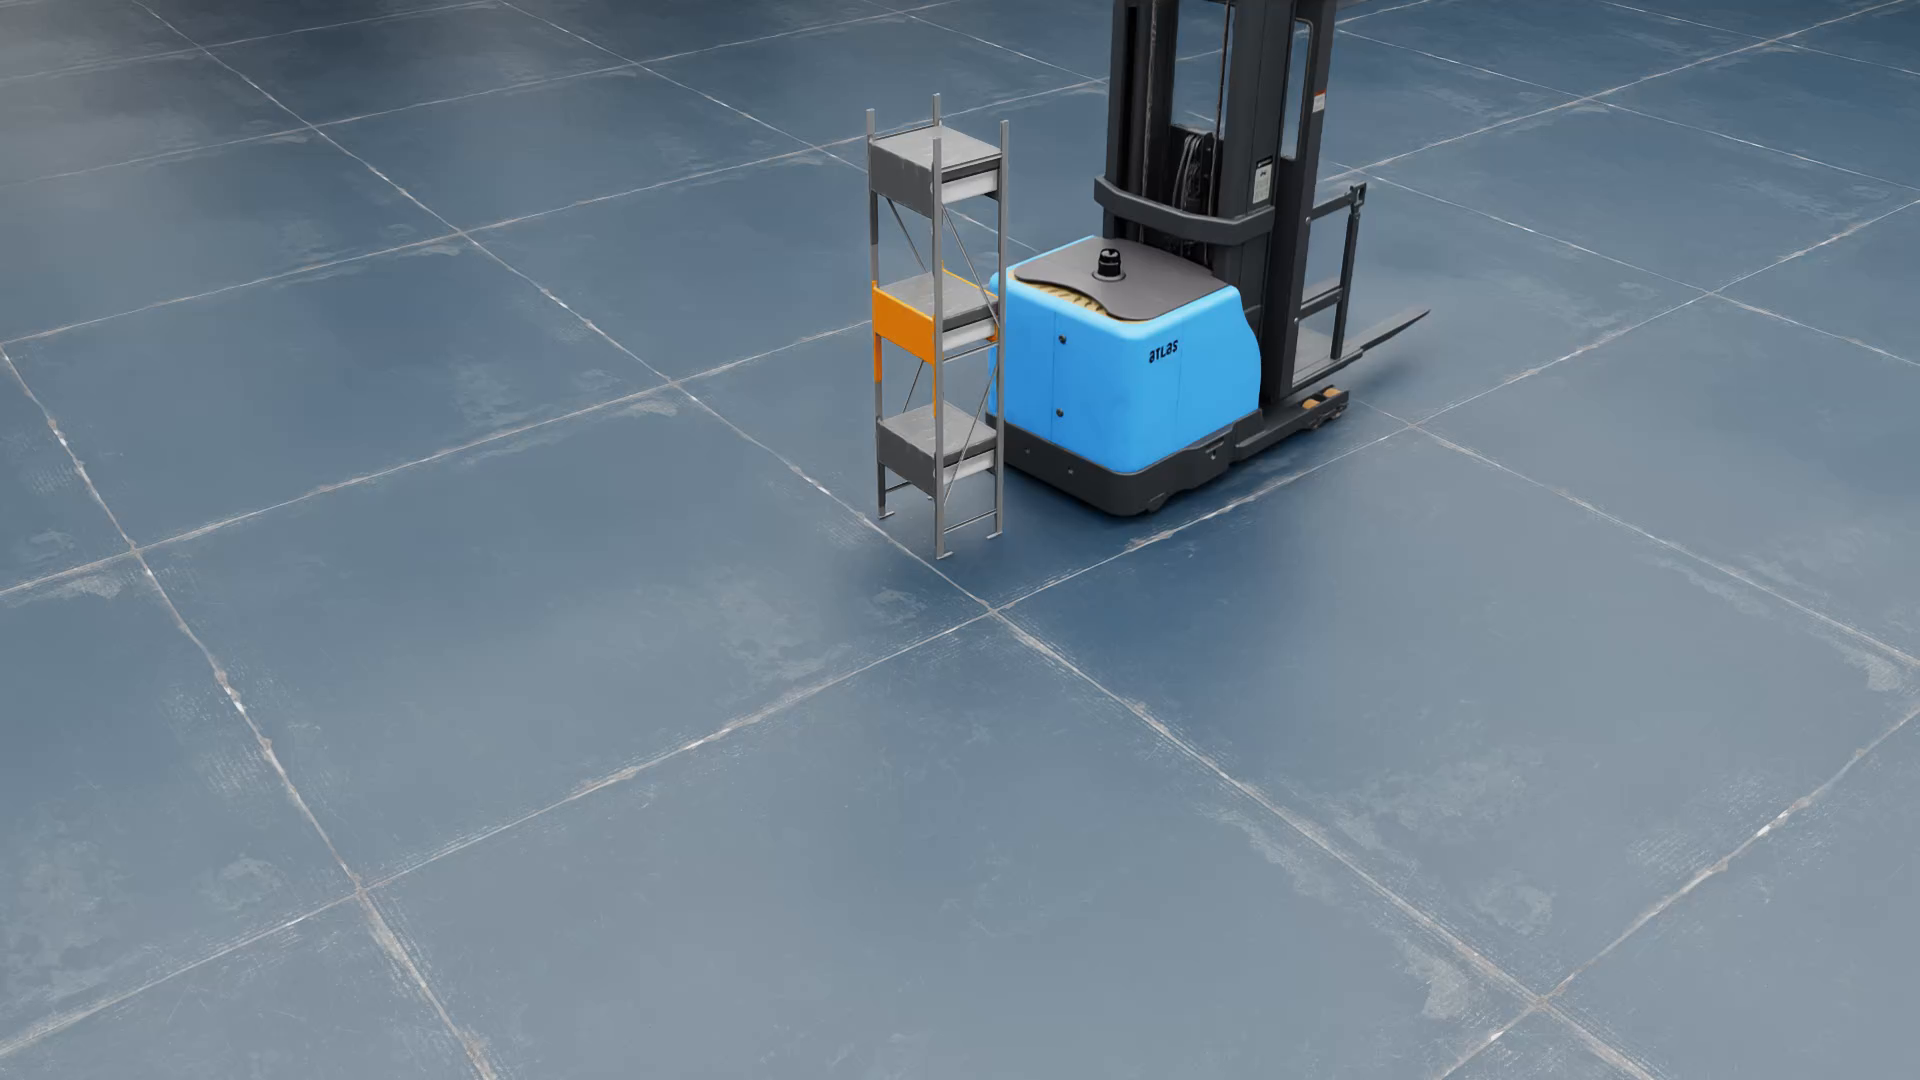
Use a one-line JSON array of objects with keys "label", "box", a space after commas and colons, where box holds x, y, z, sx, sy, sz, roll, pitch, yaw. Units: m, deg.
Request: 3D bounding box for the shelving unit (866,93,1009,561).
[{"label": "shelving unit", "box": [-0.101, -0.961, 7.807, 0.431, 2.100, 0.503, -22, 38, -31]}]

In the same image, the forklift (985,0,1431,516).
[{"label": "forklift", "box": [1.542, -2.034, 8.746, 3.031, 2.935, 1.130, -27, 41, -36]}]

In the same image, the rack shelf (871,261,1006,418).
[{"label": "rack shelf", "box": [-0.101, -0.949, 7.814, 0.431, 0.518, 0.480, -22, 38, -31]}]

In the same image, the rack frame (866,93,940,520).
[{"label": "rack frame", "box": [-0.251, -1.063, 7.971, 0.400, 2.100, 0.015, -22, 38, -31]}]

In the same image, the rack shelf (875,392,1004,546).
[{"label": "rack shelf", "box": [-0.102, -0.355, 8.184, 0.431, 0.518, 0.480, -22, 38, -31]}]

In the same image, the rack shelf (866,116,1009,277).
[{"label": "rack shelf", "box": [-0.101, -1.544, 7.445, 0.431, 0.518, 0.480, -22, 38, -31]}]

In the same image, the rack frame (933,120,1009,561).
[{"label": "rack frame", "box": [0.048, -0.859, 7.643, 0.400, 2.100, 0.015, -22, 38, -31]}]
